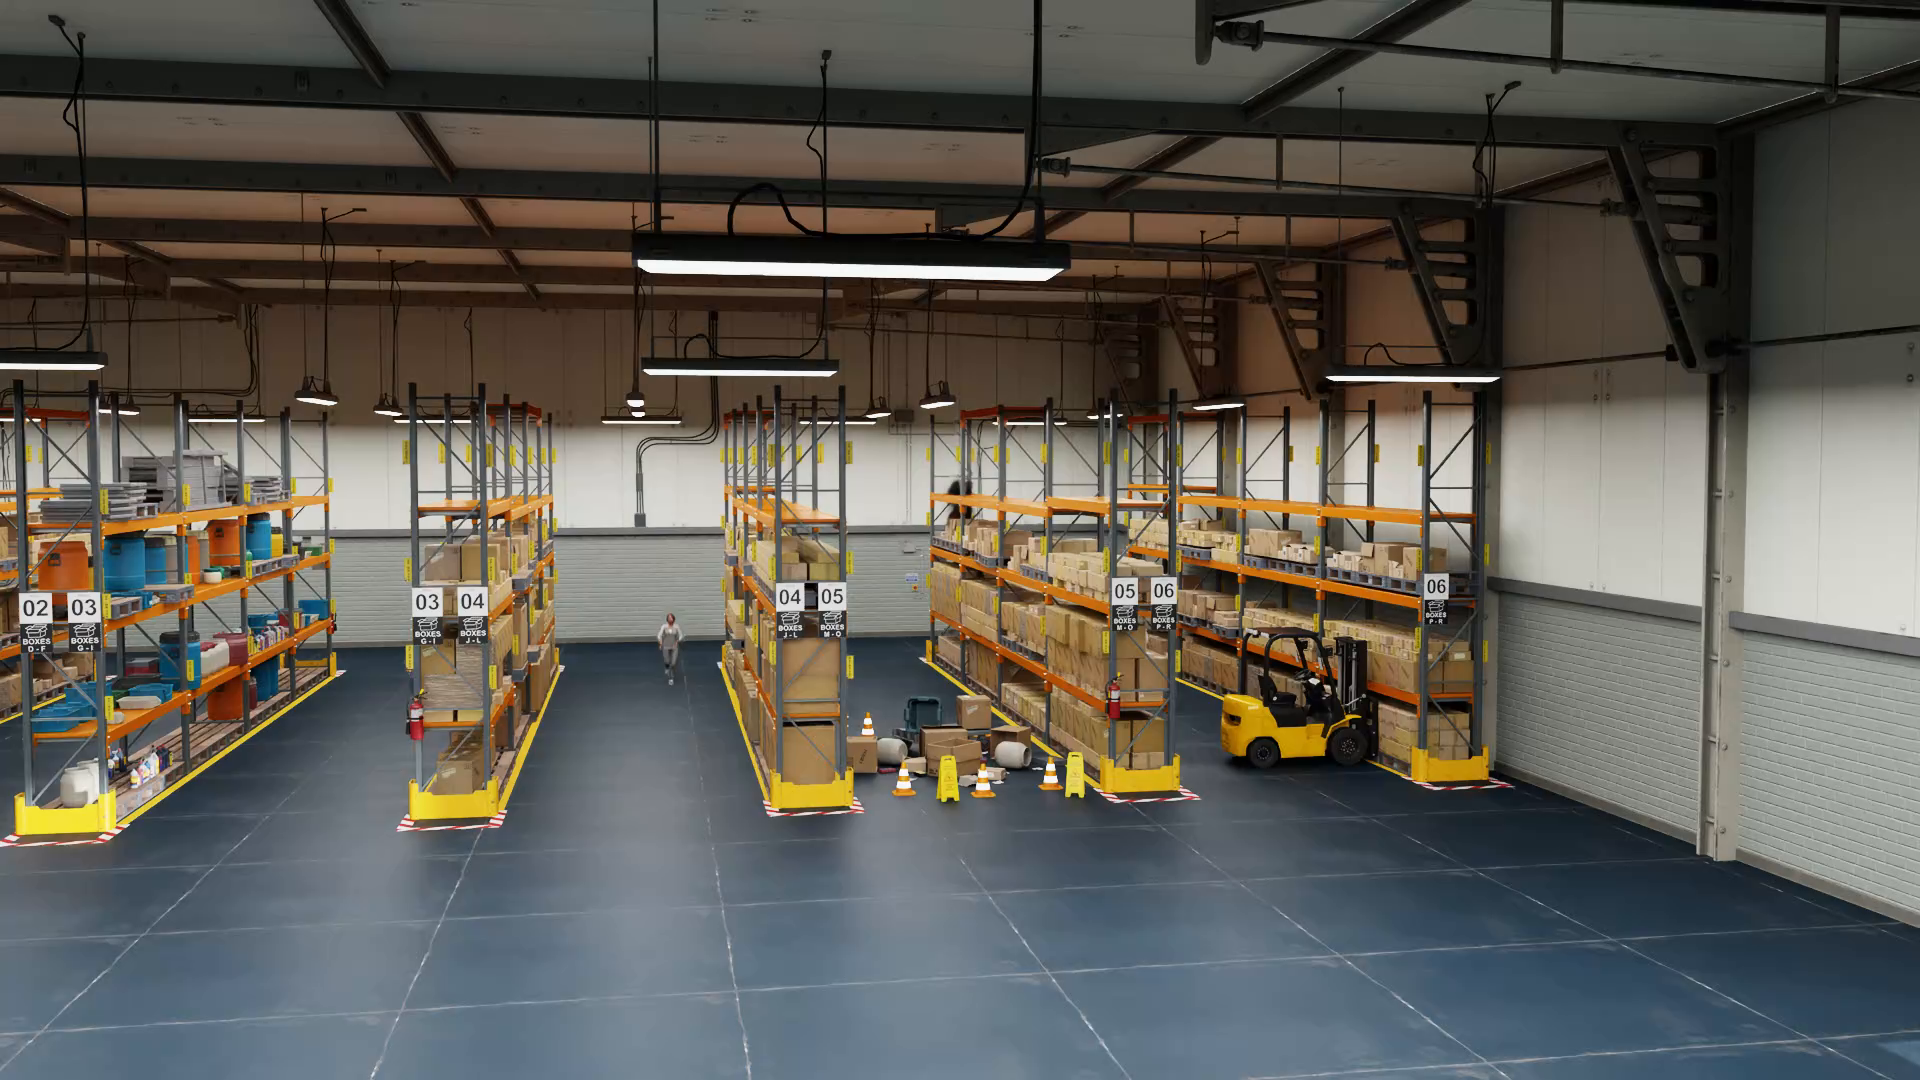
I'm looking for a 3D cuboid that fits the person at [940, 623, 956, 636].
[{"bbox_3d":[-16.217,0.542,28.117,18.094,5.920,38.541,1,3,25],"label":"person"}]

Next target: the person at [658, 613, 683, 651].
[{"bbox_3d":[-6.337,2.016,36.392,0.544,0.808,0.441,-1,3,-11],"label":"person"}]
